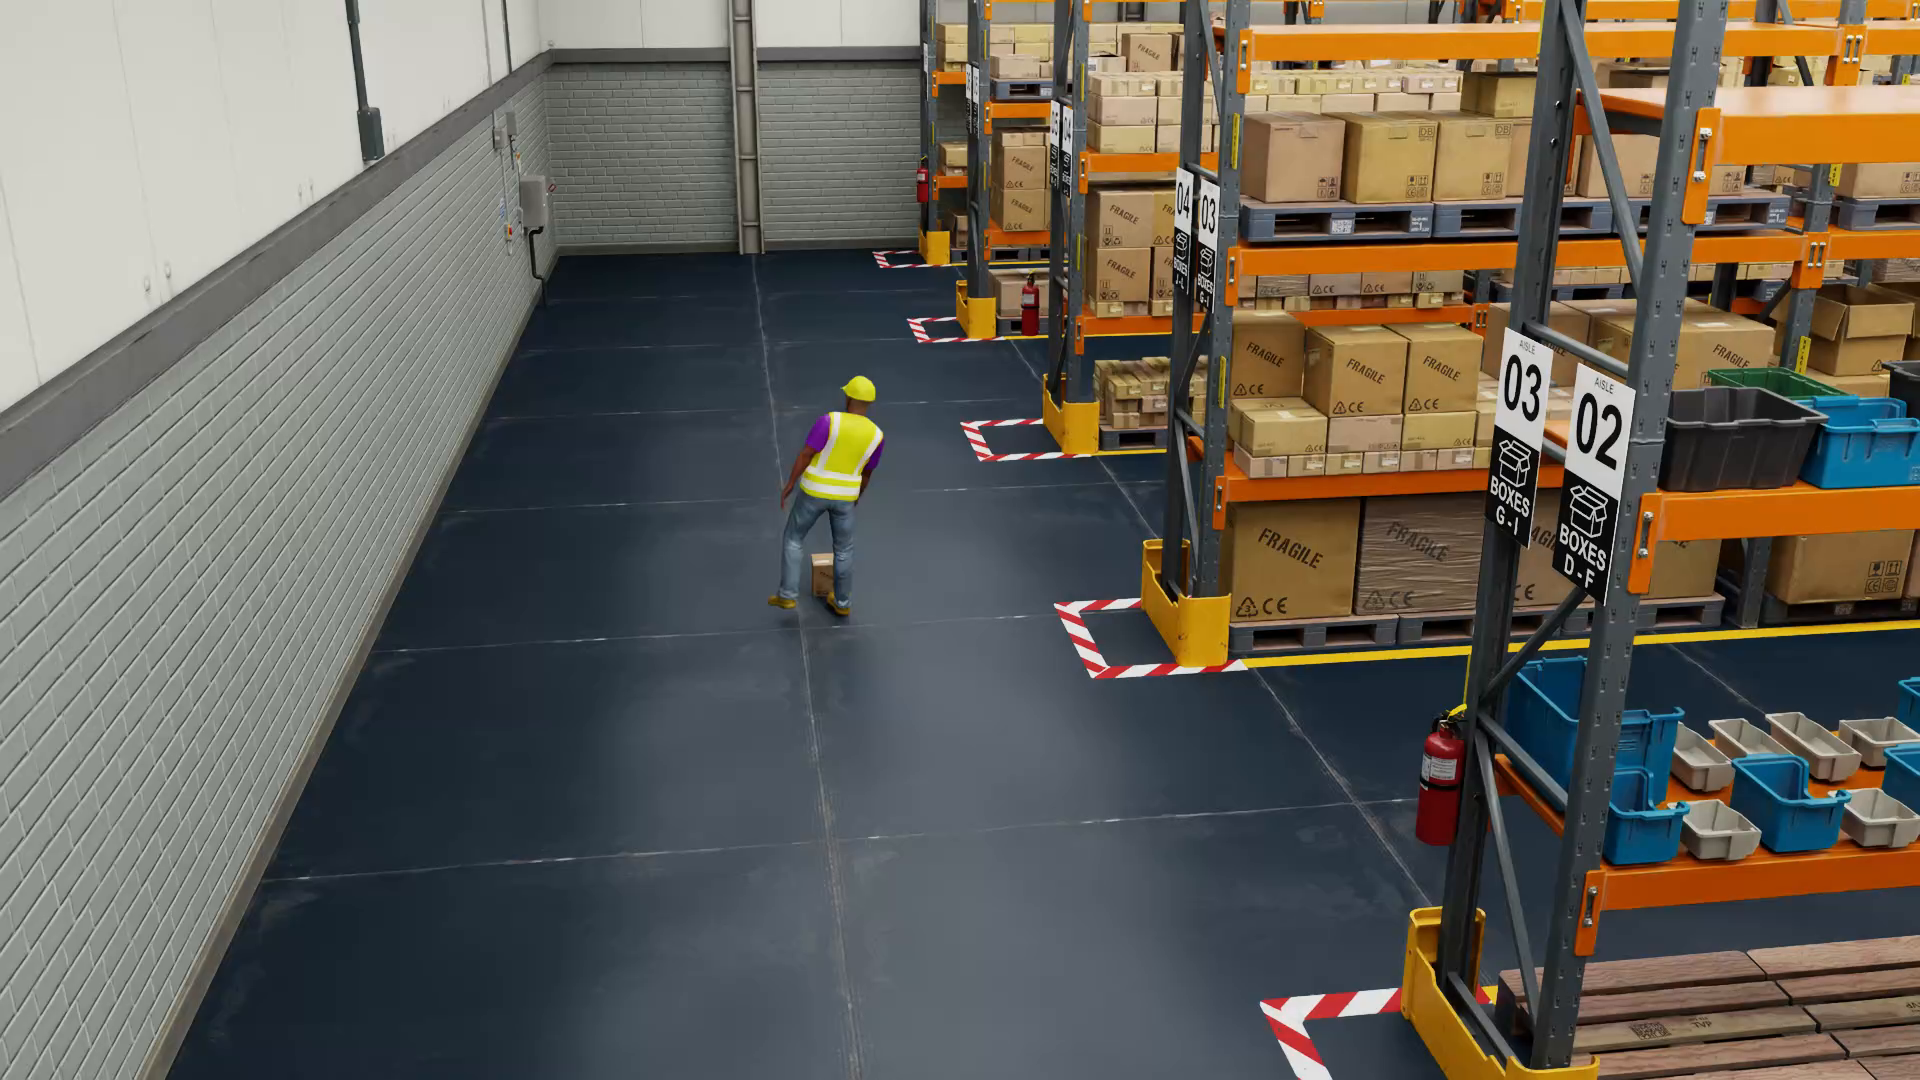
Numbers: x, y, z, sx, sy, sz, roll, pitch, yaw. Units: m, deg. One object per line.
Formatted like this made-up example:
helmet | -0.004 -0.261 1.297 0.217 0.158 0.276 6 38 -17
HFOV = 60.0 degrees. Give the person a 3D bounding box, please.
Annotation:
person | -0.970 -0.298 11.851 0.858 1.761 0.433 -4 20 -12
